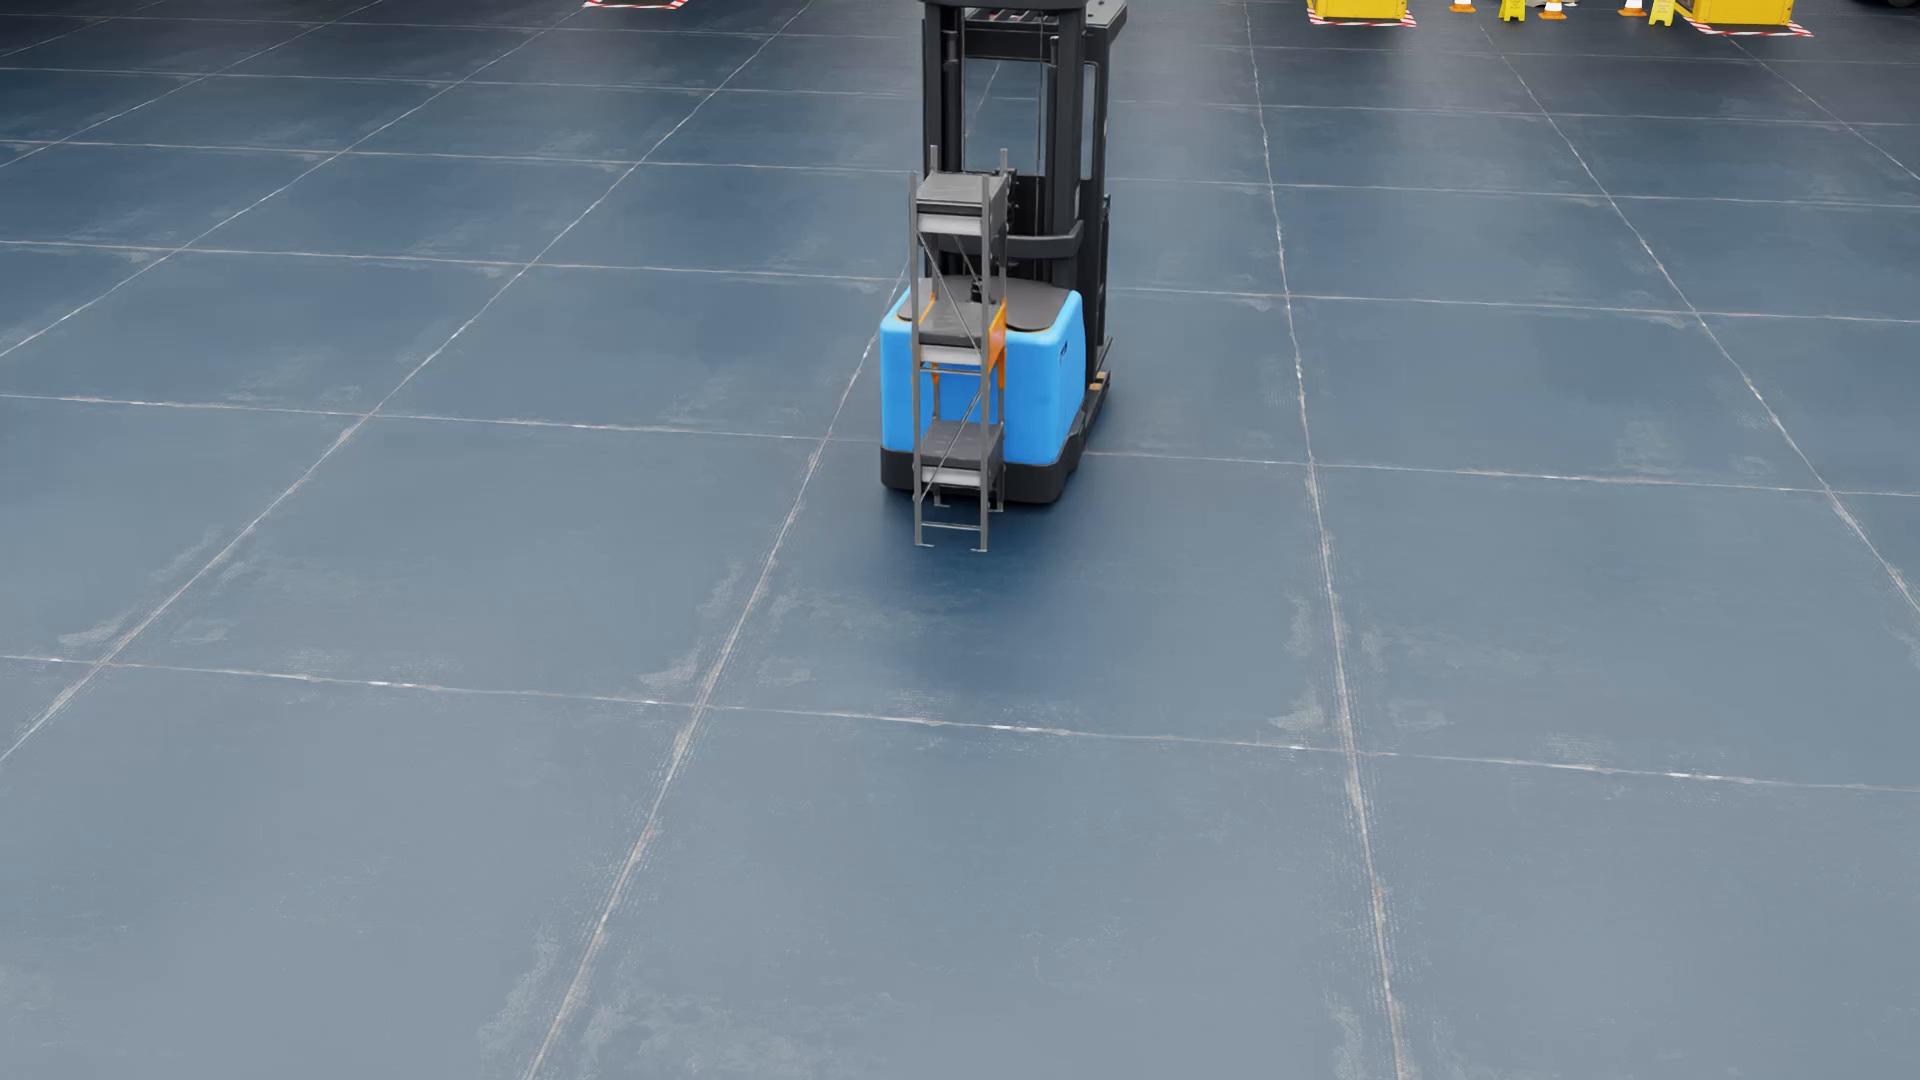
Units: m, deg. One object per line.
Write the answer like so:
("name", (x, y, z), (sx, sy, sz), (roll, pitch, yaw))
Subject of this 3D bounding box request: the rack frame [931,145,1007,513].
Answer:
("rack frame", (0.048, -1.100, 9.077), (0.400, 2.100, 0.015), (6, 29, 10))

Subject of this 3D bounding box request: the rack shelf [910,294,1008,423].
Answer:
("rack shelf", (-0.001, -0.975, 8.873), (0.431, 0.518, 0.480), (6, 29, 10))

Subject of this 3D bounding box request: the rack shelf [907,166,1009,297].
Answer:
("rack shelf", (-0.003, -1.591, 8.541), (0.431, 0.518, 0.480), (6, 29, 10))

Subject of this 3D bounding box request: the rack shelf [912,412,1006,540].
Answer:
("rack shelf", (0.000, -0.358, 9.205), (0.431, 0.518, 0.480), (6, 29, 10))

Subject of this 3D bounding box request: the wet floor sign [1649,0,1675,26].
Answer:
("wet floor sign", (9.205, -7.073, 21.699), (0.267, 0.644, 0.232), (14, 31, 24))

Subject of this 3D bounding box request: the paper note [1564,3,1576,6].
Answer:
("paper note", (8.431, -7.390, 22.936), (0.148, 0.019, 0.142), (-6, 29, -11))

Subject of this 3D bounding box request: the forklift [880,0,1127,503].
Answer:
("forklift", (0.376, -2.181, 10.207), (1.130, 2.935, 3.031), (6, 29, 12))

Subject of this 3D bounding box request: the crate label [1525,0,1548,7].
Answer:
("crate label", (7.954, -7.432, 22.901), (0.250, 0.136, 0.298), (-11, 30, -20))

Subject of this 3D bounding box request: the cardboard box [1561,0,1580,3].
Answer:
("cardboard box", (8.446, -7.616, 23.229), (0.380, 0.149, 0.250), (20, 34, 32))

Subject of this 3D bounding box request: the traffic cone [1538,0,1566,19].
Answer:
("traffic cone", (7.920, -7.202, 22.130), (0.336, 0.463, 0.334), (3, 28, 6))

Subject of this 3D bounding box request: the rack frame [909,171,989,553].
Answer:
("rack frame", (-0.051, -0.873, 8.656), (0.400, 2.100, 0.015), (6, 29, 10))

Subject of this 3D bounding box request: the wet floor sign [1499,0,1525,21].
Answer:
("wet floor sign", (7.327, -7.212, 21.956), (0.267, 0.644, 0.232), (-1, 28, -3))

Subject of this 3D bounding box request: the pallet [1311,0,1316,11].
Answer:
("pallet", (5.386, -7.530, 23.005), (1.003, 0.211, 1.213), (3, 28, 6))

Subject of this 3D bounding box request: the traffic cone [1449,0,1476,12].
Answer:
("traffic cone", (6.840, -7.427, 22.549), (0.336, 0.463, 0.334), (3, 28, 6))

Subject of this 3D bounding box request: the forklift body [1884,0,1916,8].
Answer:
("forklift body", (13.639, -8.475, 22.713), (2.313, 2.155, 1.214), (3, 28, 6))

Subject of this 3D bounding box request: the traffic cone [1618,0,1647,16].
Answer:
("traffic cone", (9.063, -7.297, 22.307), (0.336, 0.463, 0.334), (3, 28, 6))

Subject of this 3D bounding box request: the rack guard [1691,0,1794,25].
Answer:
("rack guard", (10.300, -7.072, 21.850), (1.175, 0.500, 0.348), (3, 28, 6))

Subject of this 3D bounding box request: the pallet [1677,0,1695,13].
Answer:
("pallet", (10.435, -7.325, 22.625), (1.003, 0.211, 1.213), (3, 28, 6))

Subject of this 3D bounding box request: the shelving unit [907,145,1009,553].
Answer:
("shelving unit", (-0.002, -0.987, 8.867), (0.431, 2.100, 0.503), (6, 29, 10))

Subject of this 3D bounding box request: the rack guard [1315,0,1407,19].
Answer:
("rack guard", (5.363, -7.265, 22.208), (1.175, 0.500, 0.348), (3, 28, 6))
